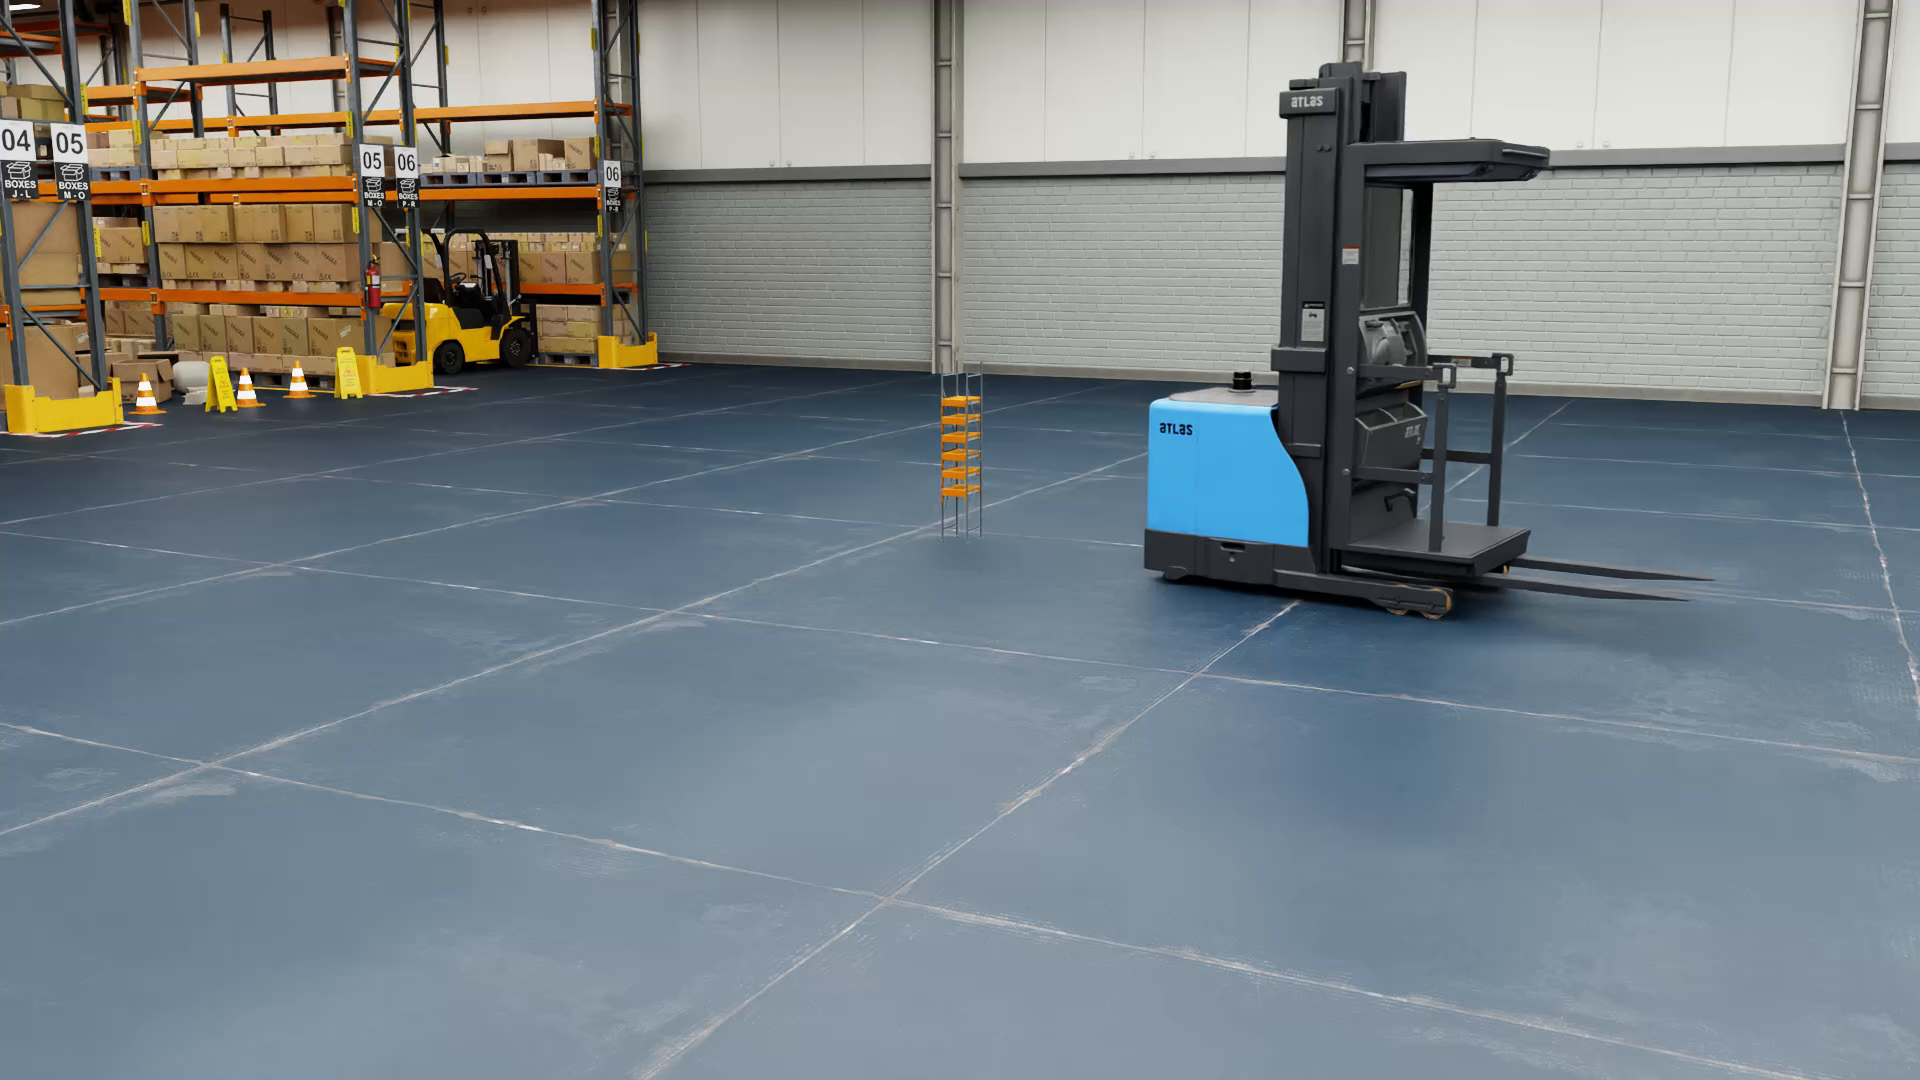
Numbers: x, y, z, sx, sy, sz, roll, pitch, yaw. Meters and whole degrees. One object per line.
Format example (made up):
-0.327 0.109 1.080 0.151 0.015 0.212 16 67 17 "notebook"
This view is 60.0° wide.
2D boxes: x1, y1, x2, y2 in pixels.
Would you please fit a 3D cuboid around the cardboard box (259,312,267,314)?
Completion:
-10.015 -2.980 23.709 0.500 0.500 0.500 5 12 27 "cardboard box"

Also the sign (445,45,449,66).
-8.661 -8.170 28.038 0.005 0.325 0.100 5 11 26 "sign"

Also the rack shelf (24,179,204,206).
-12.915 -5.081 24.477 4.000 0.370 1.077 5 11 26 "rack shelf"

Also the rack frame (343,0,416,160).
-7.534 -6.438 21.533 0.127 3.000 1.000 5 11 26 "rack frame"

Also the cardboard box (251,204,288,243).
-9.043 -4.244 22.331 0.500 0.500 0.700 5 11 25 "cardboard box"

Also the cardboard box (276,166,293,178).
-8.881 -4.905 22.192 0.250 0.149 0.380 5 11 25 "cardboard box"

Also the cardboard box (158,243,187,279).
-10.850 -3.917 23.336 0.500 0.500 0.500 5 11 26 "cardboard box"

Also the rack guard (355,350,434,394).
-7.603 -2.262 22.323 0.348 0.500 1.175 5 11 26 "rack guard"

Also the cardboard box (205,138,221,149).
-10.036 -5.394 22.656 0.250 0.149 0.380 5 11 24 "cardboard box"

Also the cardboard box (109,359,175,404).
-10.230 -1.991 20.821 0.637 0.503 0.797 -2 11 -14 "cardboard box"

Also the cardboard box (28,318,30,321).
-18.004 -4.322 32.526 0.500 0.500 0.500 5 12 27 "cardboard box"

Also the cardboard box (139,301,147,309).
-15.129 -4.402 31.149 0.250 0.149 0.380 5 11 25 "cardboard box"

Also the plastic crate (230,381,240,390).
-10.076 -2.110 22.662 0.583 0.080 0.402 1 10 6 "plastic crate"

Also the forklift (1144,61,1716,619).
2.597 -1.126 9.221 3.031 2.935 1.130 7 12 34 "forklift"

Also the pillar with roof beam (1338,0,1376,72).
3.289 -5.797 17.990 0.400 9.000 9.100 5 11 26 "pillar with roof beam"

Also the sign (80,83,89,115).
-9.383 -4.720 17.791 0.005 0.325 0.100 5 11 26 "sign"

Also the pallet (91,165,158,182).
-11.628 -5.250 23.921 1.003 0.211 1.213 5 11 26 "pallet"

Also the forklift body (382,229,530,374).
-7.849 -3.719 25.741 1.214 2.155 2.313 5 11 26 "forklift body"

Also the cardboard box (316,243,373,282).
-8.143 -3.680 22.025 0.500 0.500 0.500 5 11 25 "cardboard box"

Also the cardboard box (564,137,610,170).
-5.846 -6.056 26.105 0.500 0.500 0.500 5 12 28 "cardboard box"

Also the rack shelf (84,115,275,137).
-14.309 -7.468 30.369 4.000 0.370 1.077 5 11 26 "rack shelf"

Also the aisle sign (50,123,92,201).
-9.438 -4.009 17.658 0.004 0.787 0.394 5 11 26 "aisle sign"

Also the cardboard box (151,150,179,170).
-10.848 -5.271 23.096 0.500 0.250 0.500 5 11 25 "cardboard box"

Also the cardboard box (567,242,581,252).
-6.019 -4.645 26.371 0.250 0.149 0.380 5 12 27 "cardboard box"

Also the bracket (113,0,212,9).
-13.788 -9.853 30.295 4.783 0.066 0.076 5 11 26 "bracket"

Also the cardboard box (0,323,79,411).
-10.271 -1.891 18.044 0.875 0.875 0.875 5 11 26 "cardboard box"

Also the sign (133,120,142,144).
-11.364 -5.636 22.970 0.005 0.325 0.100 5 11 26 "sign"

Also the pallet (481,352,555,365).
-7.136 -3.057 27.526 1.213 0.211 1.003 5 11 26 "pallet"

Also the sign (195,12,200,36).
-10.865 -7.337 23.655 0.005 0.325 0.100 5 11 26 "sign"

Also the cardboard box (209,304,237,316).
-10.165 -3.194 23.067 0.250 0.149 0.380 6 12 28 "cardboard box"

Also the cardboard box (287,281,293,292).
-8.873 -3.441 22.528 0.250 0.149 0.380 5 11 27 "cardboard box"

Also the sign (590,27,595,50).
-5.594 -7.644 25.352 0.005 0.325 0.100 5 11 26 "sign"

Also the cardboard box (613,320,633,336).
-5.671 -3.449 27.000 0.500 0.250 0.500 5 12 27 "cardboard box"

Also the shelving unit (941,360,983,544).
0.013 -0.589 11.117 0.189 1.200 0.258 5 11 26 "shelving unit"

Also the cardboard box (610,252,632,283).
-5.663 -4.411 26.901 0.500 0.500 0.500 5 12 28 "cardboard box"

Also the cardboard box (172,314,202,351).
-10.712 -2.934 23.455 0.500 0.500 0.500 6 12 29 "cardboard box"

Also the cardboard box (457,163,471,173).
-7.971 -6.058 27.102 0.250 0.149 0.380 5 12 28 "cardboard box"

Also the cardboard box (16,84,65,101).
-9.792 -4.765 17.719 0.250 0.149 0.380 5 11 26 "cardboard box"

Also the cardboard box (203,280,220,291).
-10.273 -3.549 23.120 0.250 0.149 0.380 5 12 28 "cardboard box"

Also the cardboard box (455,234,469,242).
-8.081 -4.975 27.357 0.250 0.149 0.380 5 12 27 "cardboard box"

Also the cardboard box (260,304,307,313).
-11.962 -3.896 29.823 0.625 0.625 0.875 5 12 28 "cardboard box"

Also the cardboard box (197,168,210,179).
-10.262 -5.032 22.894 0.250 0.149 0.380 5 12 28 "cardboard box"

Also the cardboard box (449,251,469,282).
-8.172 -4.528 27.546 0.500 0.500 0.500 5 12 27 "cardboard box"

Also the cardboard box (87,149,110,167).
-12.161 -5.473 23.869 0.500 0.250 0.500 5 11 27 "cardboard box"

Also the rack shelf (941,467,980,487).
0.013 -0.427 11.146 0.180 0.103 0.258 5 11 26 "rack shelf"

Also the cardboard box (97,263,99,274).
-12.411 -3.938 24.093 0.250 0.149 0.380 5 11 26 "cardboard box"

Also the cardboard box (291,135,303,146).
-8.624 -5.282 22.036 0.250 0.149 0.380 5 11 26 "cardboard box"

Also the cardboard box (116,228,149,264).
-11.637 -4.203 23.735 0.500 0.500 0.500 5 11 25 "cardboard box"

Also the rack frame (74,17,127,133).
-16.103 -8.176 31.140 0.127 3.000 1.000 5 11 26 "rack frame"

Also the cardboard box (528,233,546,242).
-6.711 -4.853 26.686 0.250 0.149 0.380 5 12 27 "cardboard box"

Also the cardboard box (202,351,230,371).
-10.228 -2.525 23.299 0.500 0.250 0.500 6 12 29 "cardboard box"

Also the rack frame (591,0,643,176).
-5.341 -7.231 25.915 0.127 3.000 1.000 5 11 26 "rack frame"

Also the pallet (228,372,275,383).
-10.504 -2.382 23.796 1.213 0.211 1.003 5 11 26 "pallet"

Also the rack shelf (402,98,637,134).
-7.135 -6.838 26.886 4.000 0.370 1.077 5 11 26 "rack shelf"

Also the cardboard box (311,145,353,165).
-8.113 -5.032 21.772 0.500 0.250 0.500 5 11 25 "cardboard box"

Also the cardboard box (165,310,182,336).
-14.379 -4.005 30.774 0.500 0.500 0.500 5 11 24 "cardboard box"

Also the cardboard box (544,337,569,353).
-6.344 -3.160 26.807 0.500 0.250 0.500 5 11 26 "cardboard box"
